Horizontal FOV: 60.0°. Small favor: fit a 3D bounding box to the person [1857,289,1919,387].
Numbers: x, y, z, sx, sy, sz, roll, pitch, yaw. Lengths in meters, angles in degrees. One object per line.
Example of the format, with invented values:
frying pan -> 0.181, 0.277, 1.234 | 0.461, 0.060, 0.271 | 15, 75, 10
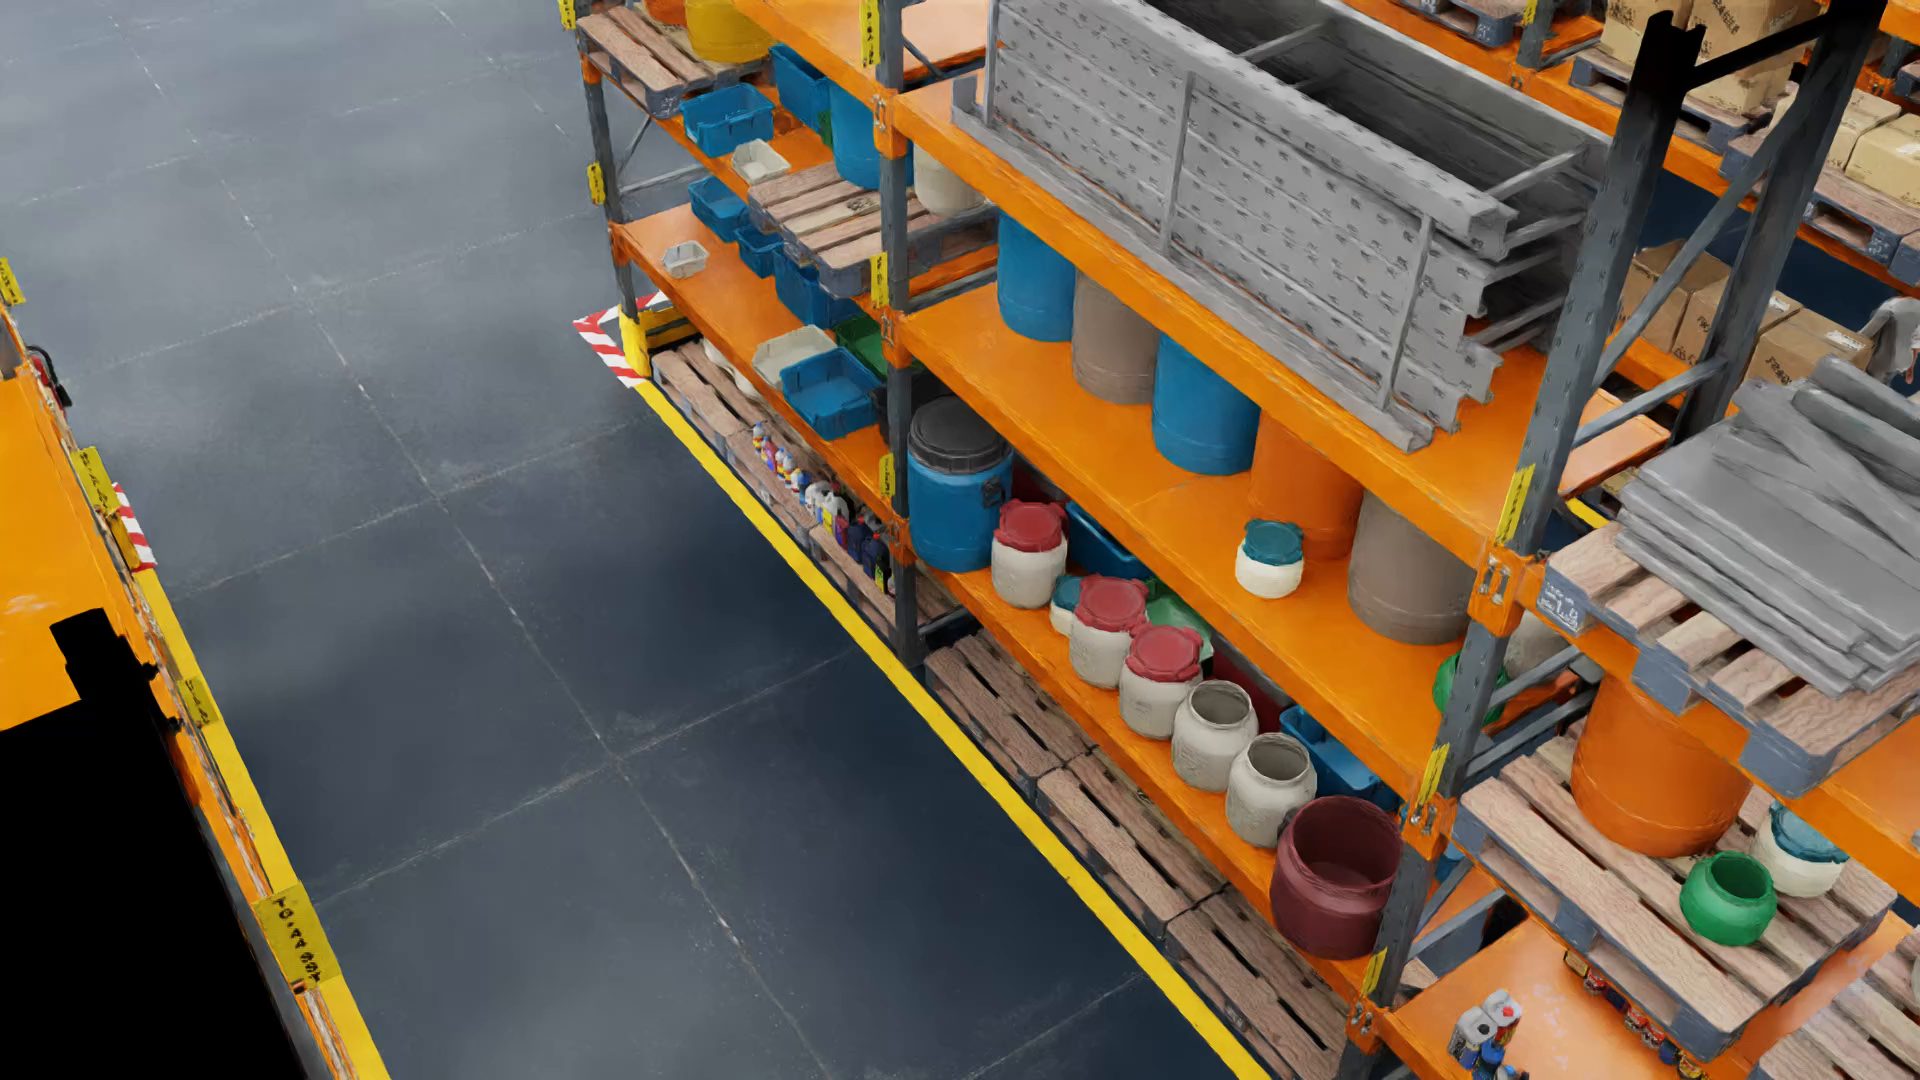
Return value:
person -> 6.657, -1.301, 12.023 | 0.407, 1.534, 0.961 | -17, 45, -17
